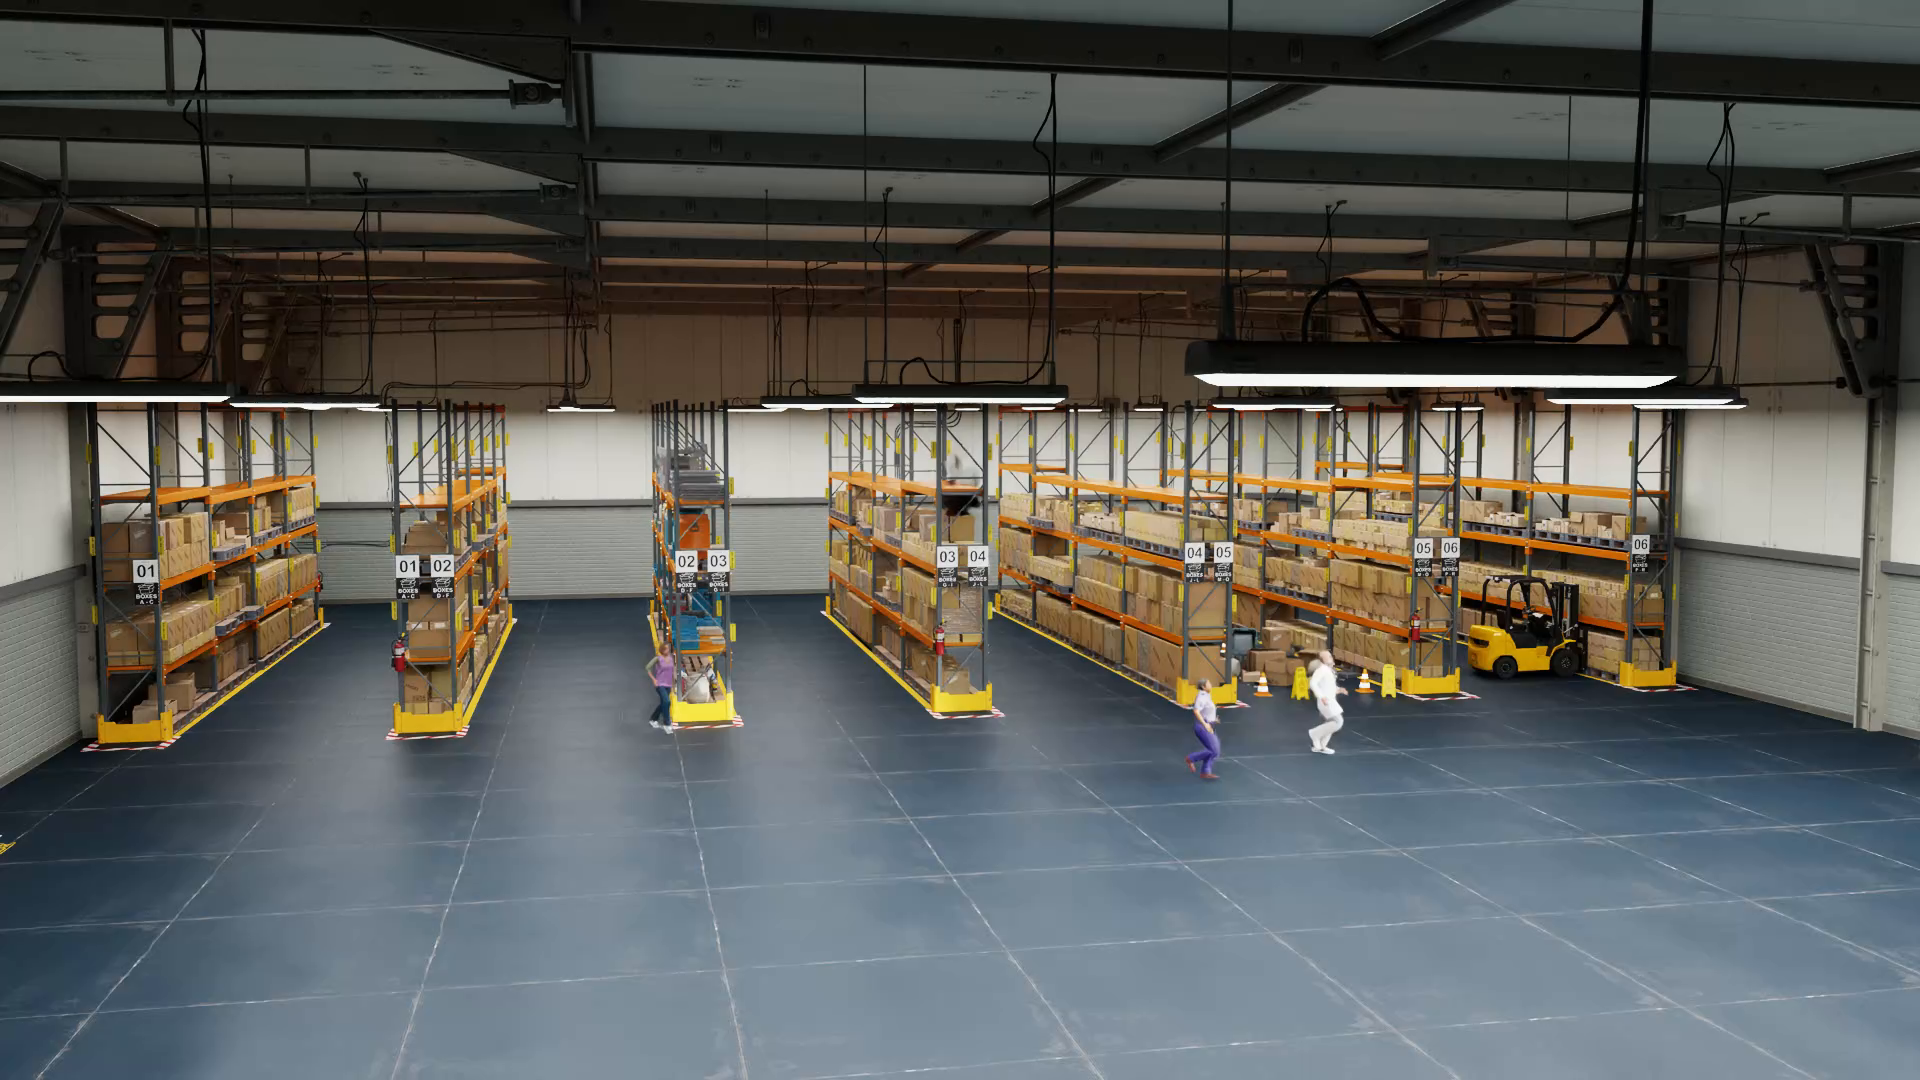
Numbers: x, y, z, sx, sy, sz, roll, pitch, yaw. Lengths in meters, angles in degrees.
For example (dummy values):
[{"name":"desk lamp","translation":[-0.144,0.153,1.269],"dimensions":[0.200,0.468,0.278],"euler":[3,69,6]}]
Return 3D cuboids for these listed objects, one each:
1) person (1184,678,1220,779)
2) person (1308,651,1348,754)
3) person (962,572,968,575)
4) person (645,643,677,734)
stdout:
[{"name":"person","translation":[3.804,2.957,26.108],"dimensions":[0.566,1.599,0.623],"euler":[0,4,6]},{"name":"person","translation":[6.220,2.743,28.055],"dimensions":[0.627,1.738,0.702],"euler":[2,5,20]},{"name":"person","translation":[0.133,1.340,47.249],"dimensions":[0.630,1.679,0.810],"euler":[-1,4,-14]},{"name":"person","translation":[-5.358,2.660,30.047],"dimensions":[0.682,1.611,0.537],"euler":[3,5,38]}]
